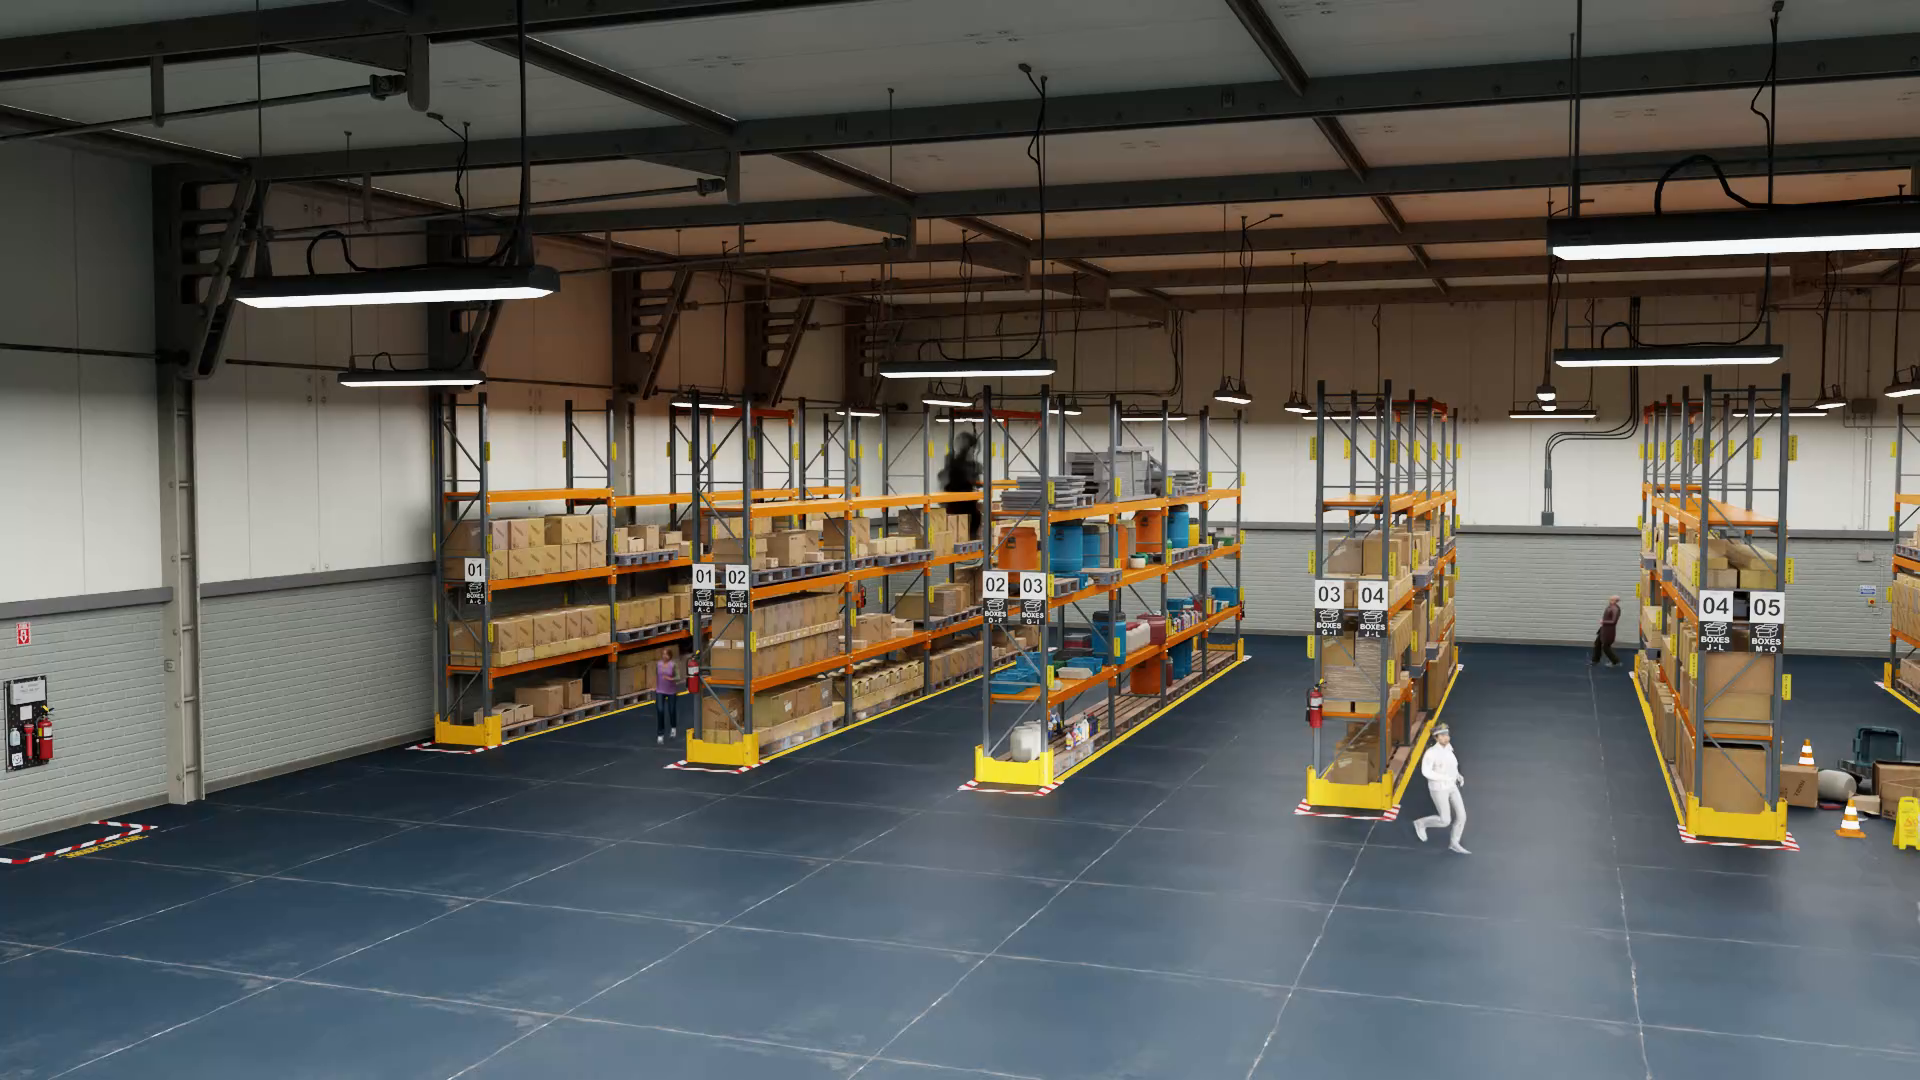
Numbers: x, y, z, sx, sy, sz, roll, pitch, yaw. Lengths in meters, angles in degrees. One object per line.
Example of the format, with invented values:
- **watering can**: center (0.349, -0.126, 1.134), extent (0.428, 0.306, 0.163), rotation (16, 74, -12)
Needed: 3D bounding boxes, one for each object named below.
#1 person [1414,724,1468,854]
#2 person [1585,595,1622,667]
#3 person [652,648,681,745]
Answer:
- **person**: center (6.003, 3.100, 20.826), extent (0.643, 1.643, 0.628), rotation (-2, 4, -36)
- **person**: center (14.827, 2.118, 38.198), extent (0.780, 1.754, 0.816), rotation (1, 3, 15)
- **person**: center (-5.052, 2.662, 28.632), extent (0.519, 1.626, 0.797), rotation (0, 3, -1)
